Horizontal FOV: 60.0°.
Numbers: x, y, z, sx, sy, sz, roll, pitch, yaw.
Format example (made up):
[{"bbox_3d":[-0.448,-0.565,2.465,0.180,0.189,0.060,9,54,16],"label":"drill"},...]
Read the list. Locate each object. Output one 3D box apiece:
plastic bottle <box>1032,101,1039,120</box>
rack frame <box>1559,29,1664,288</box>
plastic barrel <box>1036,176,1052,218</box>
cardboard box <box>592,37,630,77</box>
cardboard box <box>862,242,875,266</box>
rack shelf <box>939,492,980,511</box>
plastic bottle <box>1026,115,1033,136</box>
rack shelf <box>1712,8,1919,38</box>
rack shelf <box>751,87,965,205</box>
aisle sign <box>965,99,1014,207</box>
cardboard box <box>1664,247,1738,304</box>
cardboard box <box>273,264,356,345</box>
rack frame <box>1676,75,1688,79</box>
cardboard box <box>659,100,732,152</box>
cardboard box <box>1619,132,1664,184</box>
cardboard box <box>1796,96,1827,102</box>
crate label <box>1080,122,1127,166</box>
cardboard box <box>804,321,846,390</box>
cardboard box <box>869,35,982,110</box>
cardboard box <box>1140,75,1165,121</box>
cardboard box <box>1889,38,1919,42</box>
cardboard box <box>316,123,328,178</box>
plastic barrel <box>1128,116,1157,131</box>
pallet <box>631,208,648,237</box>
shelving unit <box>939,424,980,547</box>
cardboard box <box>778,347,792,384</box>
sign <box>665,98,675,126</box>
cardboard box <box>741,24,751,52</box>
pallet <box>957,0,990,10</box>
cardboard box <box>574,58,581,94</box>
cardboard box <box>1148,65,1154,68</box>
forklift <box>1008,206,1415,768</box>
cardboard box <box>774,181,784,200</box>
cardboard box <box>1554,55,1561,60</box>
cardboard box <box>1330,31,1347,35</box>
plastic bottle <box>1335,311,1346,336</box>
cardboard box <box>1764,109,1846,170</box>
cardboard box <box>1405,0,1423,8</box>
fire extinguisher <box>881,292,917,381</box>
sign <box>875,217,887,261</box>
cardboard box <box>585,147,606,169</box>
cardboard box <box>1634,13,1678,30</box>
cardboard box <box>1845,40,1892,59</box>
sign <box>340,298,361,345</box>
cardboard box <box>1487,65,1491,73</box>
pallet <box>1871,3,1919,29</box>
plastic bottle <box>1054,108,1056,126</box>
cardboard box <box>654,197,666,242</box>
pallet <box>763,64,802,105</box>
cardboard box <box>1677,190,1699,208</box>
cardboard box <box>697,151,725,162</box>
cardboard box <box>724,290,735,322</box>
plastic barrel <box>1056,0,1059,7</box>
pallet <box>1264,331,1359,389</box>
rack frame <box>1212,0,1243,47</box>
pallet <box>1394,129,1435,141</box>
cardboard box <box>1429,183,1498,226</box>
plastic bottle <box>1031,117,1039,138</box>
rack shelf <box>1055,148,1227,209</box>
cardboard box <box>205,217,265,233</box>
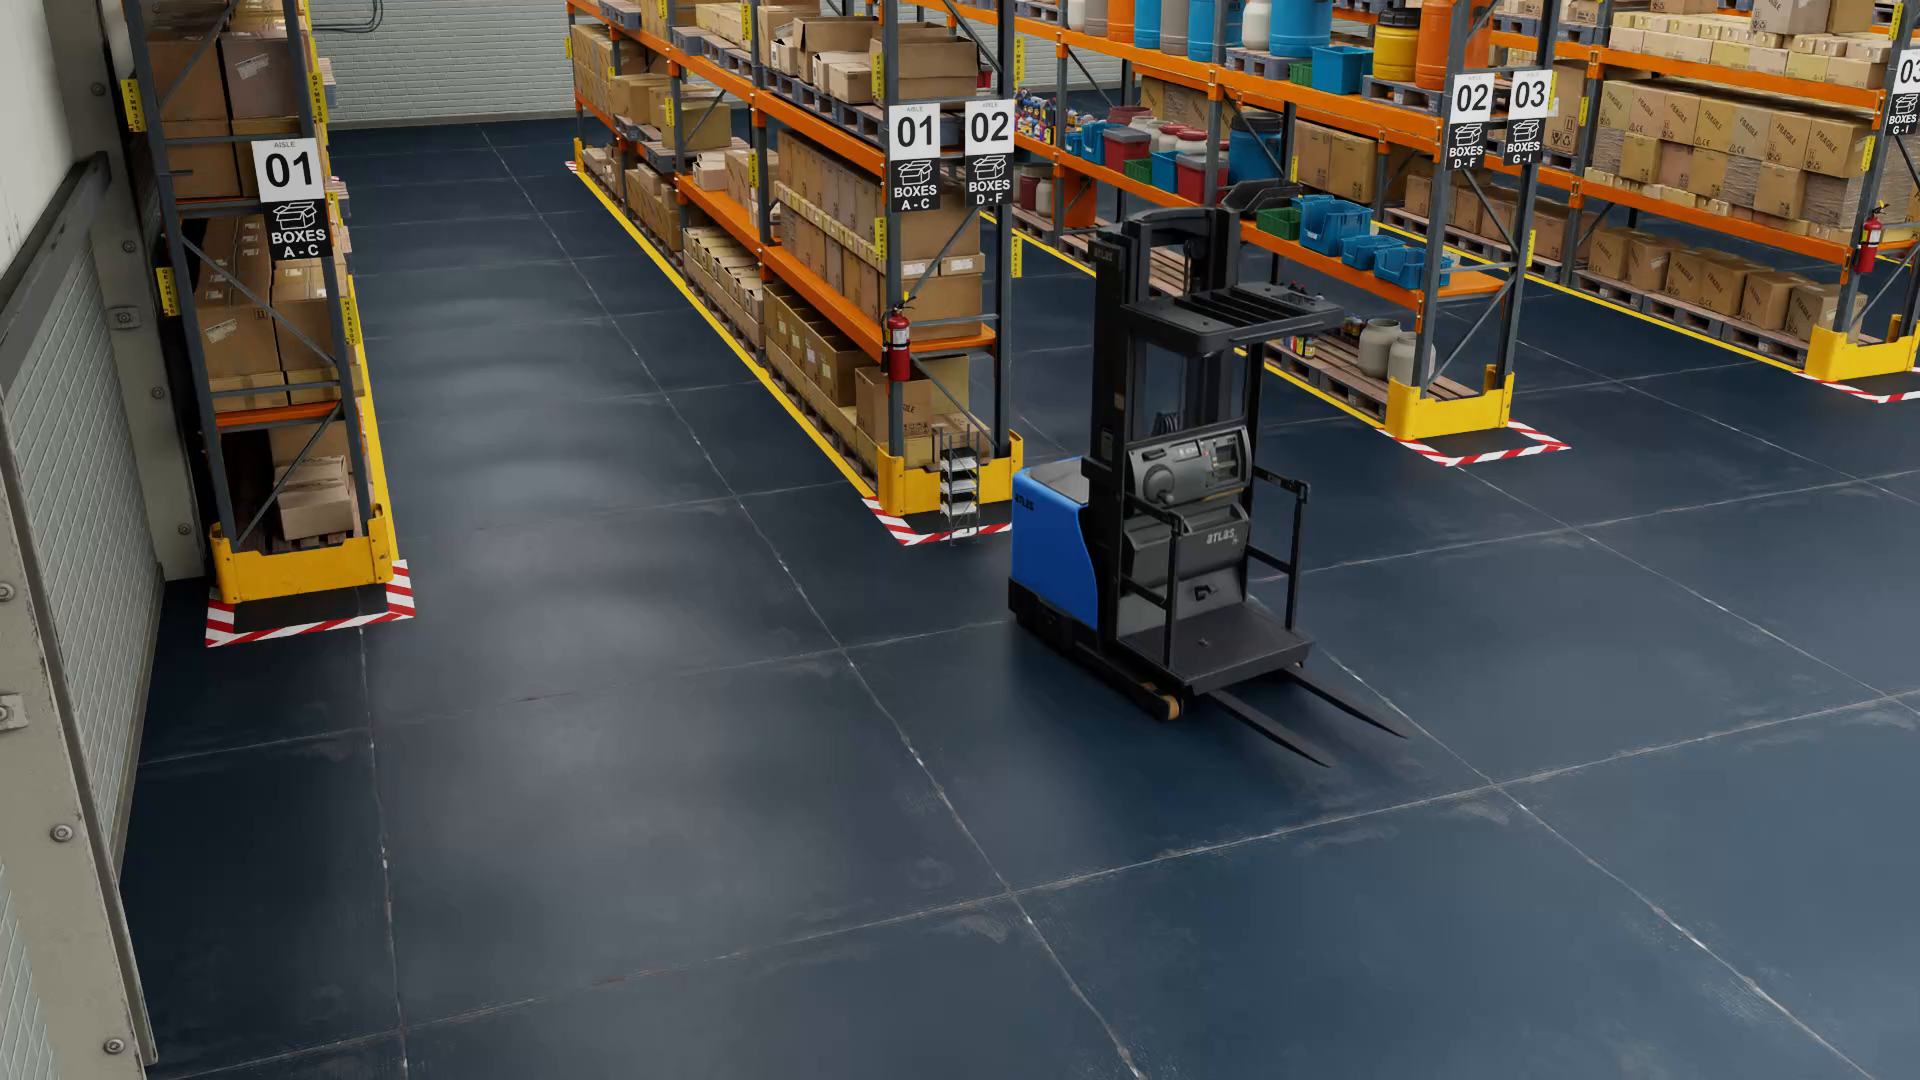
[{"bbox_3d":[1.080,-6.124,23.706,0.097,0.271,0.097,0,23,0],"label":"plastic bottle"},{"bbox_3d":[7.772,-4.528,19.753,1.000,3.000,0.127,-8,24,-19],"label":"rack frame"},{"bbox_3d":[1.253,-4.717,22.865,0.421,0.512,0.421,0,23,0],"label":"plastic barrel"},{"bbox_3d":[-5.106,-7.100,24.442,0.500,0.500,0.500,-8,24,-19],"label":"cardboard box"},{"bbox_3d":[-0.582,-2.362,13.651,0.380,0.149,0.250,-9,24,-20],"label":"cardboard box"},{"bbox_3d":[-0.003,-0.304,12.754,0.258,0.077,0.200,-8,24,-19],"label":"rack shelf"},{"bbox_3d":[0.940,-5.600,22.464,0.097,0.271,0.097,0,23,0],"label":"plastic bottle"},{"bbox_3d":[11.741,-6.949,22.562,1.077,0.370,4.000,-8,24,-19],"label":"rack shelf"},{"bbox_3d":[-0.791,-3.494,14.365,1.077,0.370,4.000,-8,24,-19],"label":"rack shelf"},{"bbox_3d":[0.226,-2.932,12.622,0.394,0.787,0.004,-8,24,-19],"label":"aisle sign"},{"bbox_3d":[8.378,-2.996,18.799,0.500,0.500,0.500,-11,25,-24],"label":"cardboard box"},{"bbox_3d":[-4.770,-1.717,12.286,0.500,0.500,0.500,-8,24,-19],"label":"cardboard box"},{"bbox_3d":[11.035,-6.625,24.729,1.000,3.000,0.127,-8,24,-19],"label":"rack frame"},{"bbox_3d":[-3.238,-5.076,20.385,0.700,0.500,0.500,-18,29,-36],"label":"cardboard box"},{"bbox_3d":[8.017,-4.352,18.826,0.875,0.500,0.500,-8,24,-19],"label":"cardboard box"},{"bbox_3d":[11.656,-5.738,22.496,0.500,0.500,0.500,-8,24,-18],"label":"cardboard box"},{"bbox_3d":[1.823,-4.920,20.638,0.502,0.435,0.616,-8,24,-19],"label":"crate label"},{"bbox_3d":[-1.094,-1.686,15.045,0.500,0.500,0.500,-8,24,-19],"label":"cardboard box"},{"bbox_3d":[-0.283,-3.614,12.869,0.797,0.503,0.637,-7,24,-15],"label":"cardboard box"},{"bbox_3d":[3.833,-7.881,29.904,0.875,0.875,0.875,-8,24,-19],"label":"cardboard box"},{"bbox_3d":[9.303,-4.810,16.242,0.380,0.149,0.250,-8,24,-18],"label":"cardboard box"},{"bbox_3d":[-4.758,-2.829,11.706,0.500,0.500,0.500,-7,24,-15],"label":"cardboard box"},{"bbox_3d":[2.288,-5.008,20.750,0.421,0.512,0.421,0,23,0],"label":"plastic barrel"},{"bbox_3d":[-4.001,-4.501,23.281,1.003,0.211,1.213,-8,24,-19],"label":"pallet"},{"bbox_3d":[-0.003,-0.418,12.706,0.258,0.900,0.210,-8,24,-19],"label":"shelving unit"},{"bbox_3d":[-1.445,-1.704,16.053,0.500,0.250,0.500,-8,24,-19],"label":"cardboard box"},{"bbox_3d":[-3.415,-5.042,19.586,0.100,0.325,0.005,-8,24,-19],"label":"sign"},{"bbox_3d":[-1.903,-5.101,16.904,0.500,0.250,0.500,-11,25,-24],"label":"cardboard box"},{"bbox_3d":[0.680,-7.779,23.848,1.213,0.211,1.003,-8,24,-19],"label":"pallet"},{"bbox_3d":[-5.826,-7.379,26.389,0.500,0.500,0.500,-8,24,-18],"label":"cardboard box"},{"bbox_3d":[3.532,-8.412,29.292,0.380,0.149,0.250,-9,24,-20],"label":"cardboard box"},{"bbox_3d":[1.545,-0.442,10.149,1.130,2.935,3.031,-14,26,-29],"label":"forklift"},{"bbox_3d":[-1.583,-3.390,16.092,0.380,0.149,0.250,-8,24,-19],"label":"cardboard box"},{"bbox_3d":[9.705,-7.707,26.697,0.380,0.149,0.250,-7,24,-17],"label":"cardboard box"},{"bbox_3d":[5.411,-7.461,25.292,0.797,0.503,0.637,-8,24,-18],"label":"cardboard box"},{"bbox_3d":[3.974,-2.276,17.358,0.097,0.271,0.097,0,23,0],"label":"plastic bottle"},{"bbox_3d":[8.577,-4.065,16.857,0.500,0.500,0.500,-8,24,-19],"label":"cardboard box"},{"bbox_3d":[6.287,-7.088,22.160,0.500,0.250,0.500,-8,24,-18],"label":"cardboard box"},{"bbox_3d":[-0.477,-1.574,12.845,0.296,0.674,0.183,-8,24,-19],"label":"fire extinguisher"},{"bbox_3d":[-0.597,-2.290,12.648,0.100,0.325,0.005,-8,24,-19],"label":"sign"},{"bbox_3d":[-5.633,-6.047,26.333,0.500,0.250,0.500,-8,24,-19],"label":"cardboard box"},{"bbox_3d":[7.756,-5.777,18.535,0.380,0.149,0.250,-10,25,-22],"label":"cardboard box"},{"bbox_3d":[8.813,-4.740,16.075,0.380,0.149,0.250,-9,25,-21],"label":"cardboard box"},{"bbox_3d":[-4.210,-1.509,11.476,0.100,0.325,0.005,-8,24,-19],"label":"sign"},{"bbox_3d":[9.109,-8.113,28.583,0.380,0.149,0.250,-9,24,-20],"label":"cardboard box"},{"bbox_3d":[12.078,-6.792,21.510,0.805,0.209,1.217,-9,25,-21],"label":"pallet"},{"bbox_3d":[1.385,-5.950,23.287,0.152,0.276,0.135,-8,24,-19],"label":"plastic bottle"},{"bbox_3d":[-3.643,-4.170,21.556,0.500,0.500,0.500,-9,25,-21],"label":"cardboard box"},{"bbox_3d":[-1.172,-4.205,15.240,1.003,0.211,1.213,-8,24,-19],"label":"pallet"},{"bbox_3d":[8.109,-3.749,18.230,0.380,0.149,0.250,-8,24,-19],"label":"cardboard box"},{"bbox_3d":[-2.823,-4.444,19.670,0.500,0.311,0.500,-7,24,-16],"label":"cardboard box"},{"bbox_3d":[-2.273,-2.577,18.125,0.500,0.250,0.500,-8,24,-18],"label":"cardboard box"},{"bbox_3d":[1.527,-7.282,21.332,0.600,0.830,0.708,-8,24,-19],"label":"plastic barrel"},{"bbox_3d":[3.771,-1.869,17.037,1.003,0.211,1.213,-8,24,-19],"label":"pallet"},{"bbox_3d":[3.138,-6.612,16.976,1.000,3.000,0.127,-8,24,-19],"label":"rack frame"},{"bbox_3d":[6.710,-5.648,22.659,1.213,0.211,1.003,-8,24,-19],"label":"pallet"},{"bbox_3d":[6.822,-4.591,22.557,0.700,0.500,0.500,-10,25,-23],"label":"cardboard box"},{"bbox_3d":[1.009,-5.530,22.296,0.097,0.271,0.097,0,23,0],"label":"plastic bottle"},{"bbox_3d":[2.432,-4.243,20.005,1.077,0.370,4.000,-8,24,-19],"label":"rack shelf"},{"bbox_3d":[-5.980,-2.386,13.875,0.500,0.500,0.500,-8,24,-19],"label":"cardboard box"}]
